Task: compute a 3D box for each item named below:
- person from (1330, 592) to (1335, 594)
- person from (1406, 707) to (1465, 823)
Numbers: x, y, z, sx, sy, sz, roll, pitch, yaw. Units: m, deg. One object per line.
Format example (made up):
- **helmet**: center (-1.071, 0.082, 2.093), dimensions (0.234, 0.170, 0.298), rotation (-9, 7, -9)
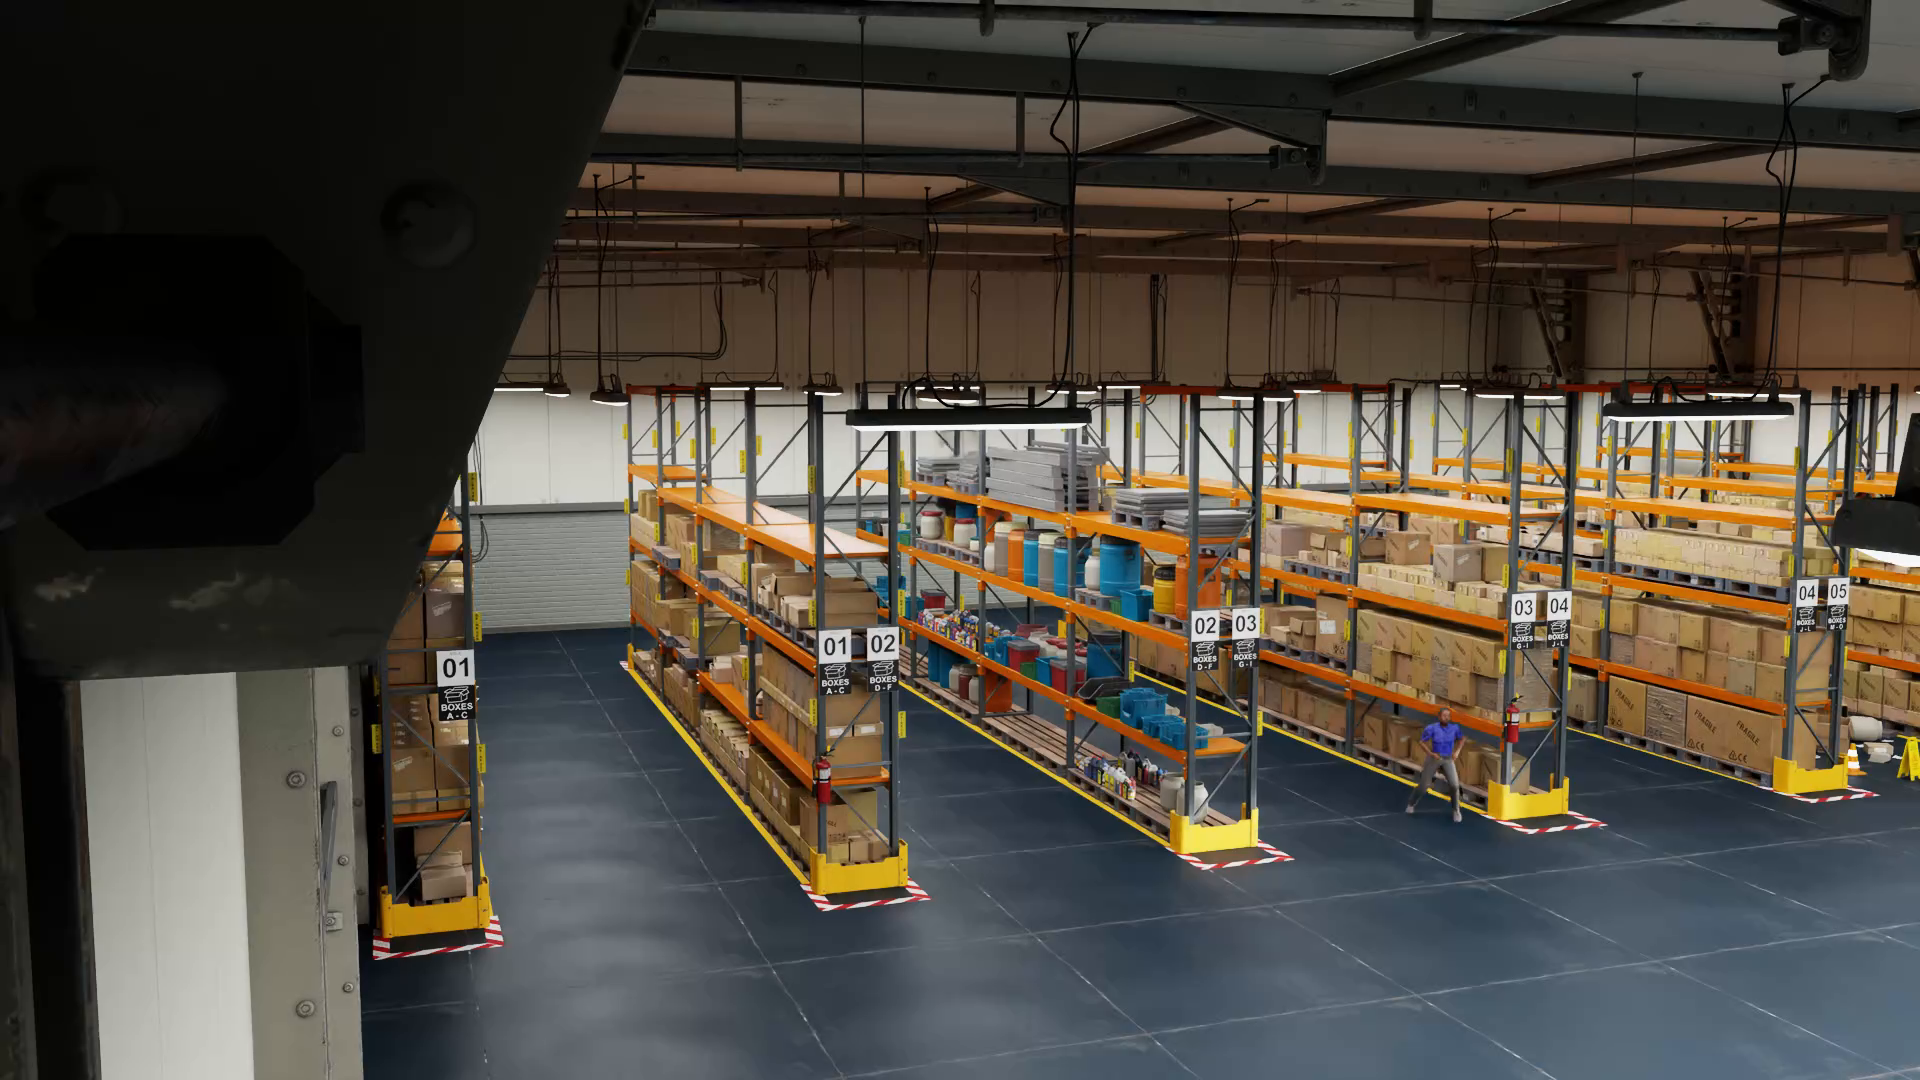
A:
- **person**: center (7.812, 1.898, 34.908), dimensions (0.673, 1.710, 0.791), rotation (-3, 6, -23)
- **person**: center (6.723, 3.143, 23.384), dimensions (0.781, 1.605, 0.690), rotation (0, 6, -1)
